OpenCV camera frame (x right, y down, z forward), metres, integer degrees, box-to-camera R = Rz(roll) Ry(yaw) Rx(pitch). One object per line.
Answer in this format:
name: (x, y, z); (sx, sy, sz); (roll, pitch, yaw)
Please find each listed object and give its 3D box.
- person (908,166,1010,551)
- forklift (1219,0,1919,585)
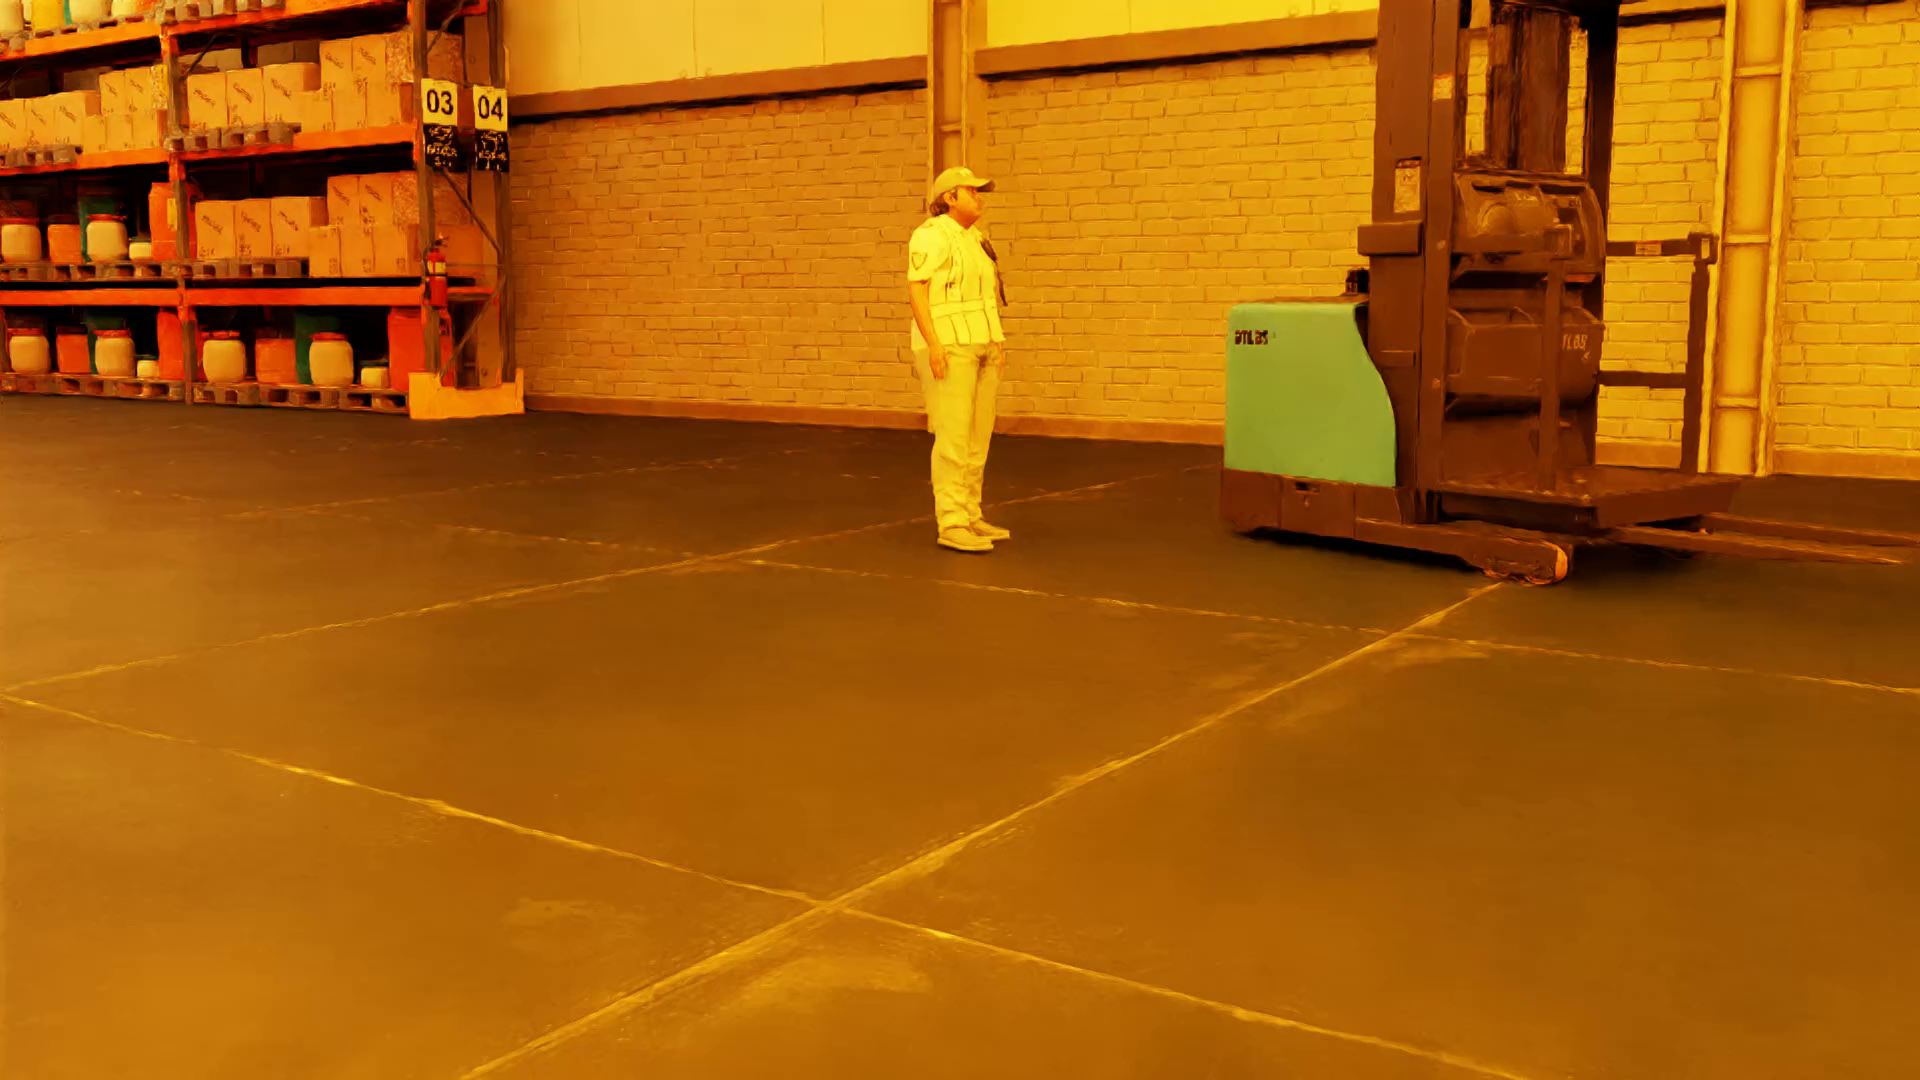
person: (0.051, -0.824, 7.424); (0.529, 1.669, 0.598); (5, 10, 34)
forklift: (2.489, -1.355, 6.721); (1.130, 2.935, 3.031); (-6, 10, -36)
